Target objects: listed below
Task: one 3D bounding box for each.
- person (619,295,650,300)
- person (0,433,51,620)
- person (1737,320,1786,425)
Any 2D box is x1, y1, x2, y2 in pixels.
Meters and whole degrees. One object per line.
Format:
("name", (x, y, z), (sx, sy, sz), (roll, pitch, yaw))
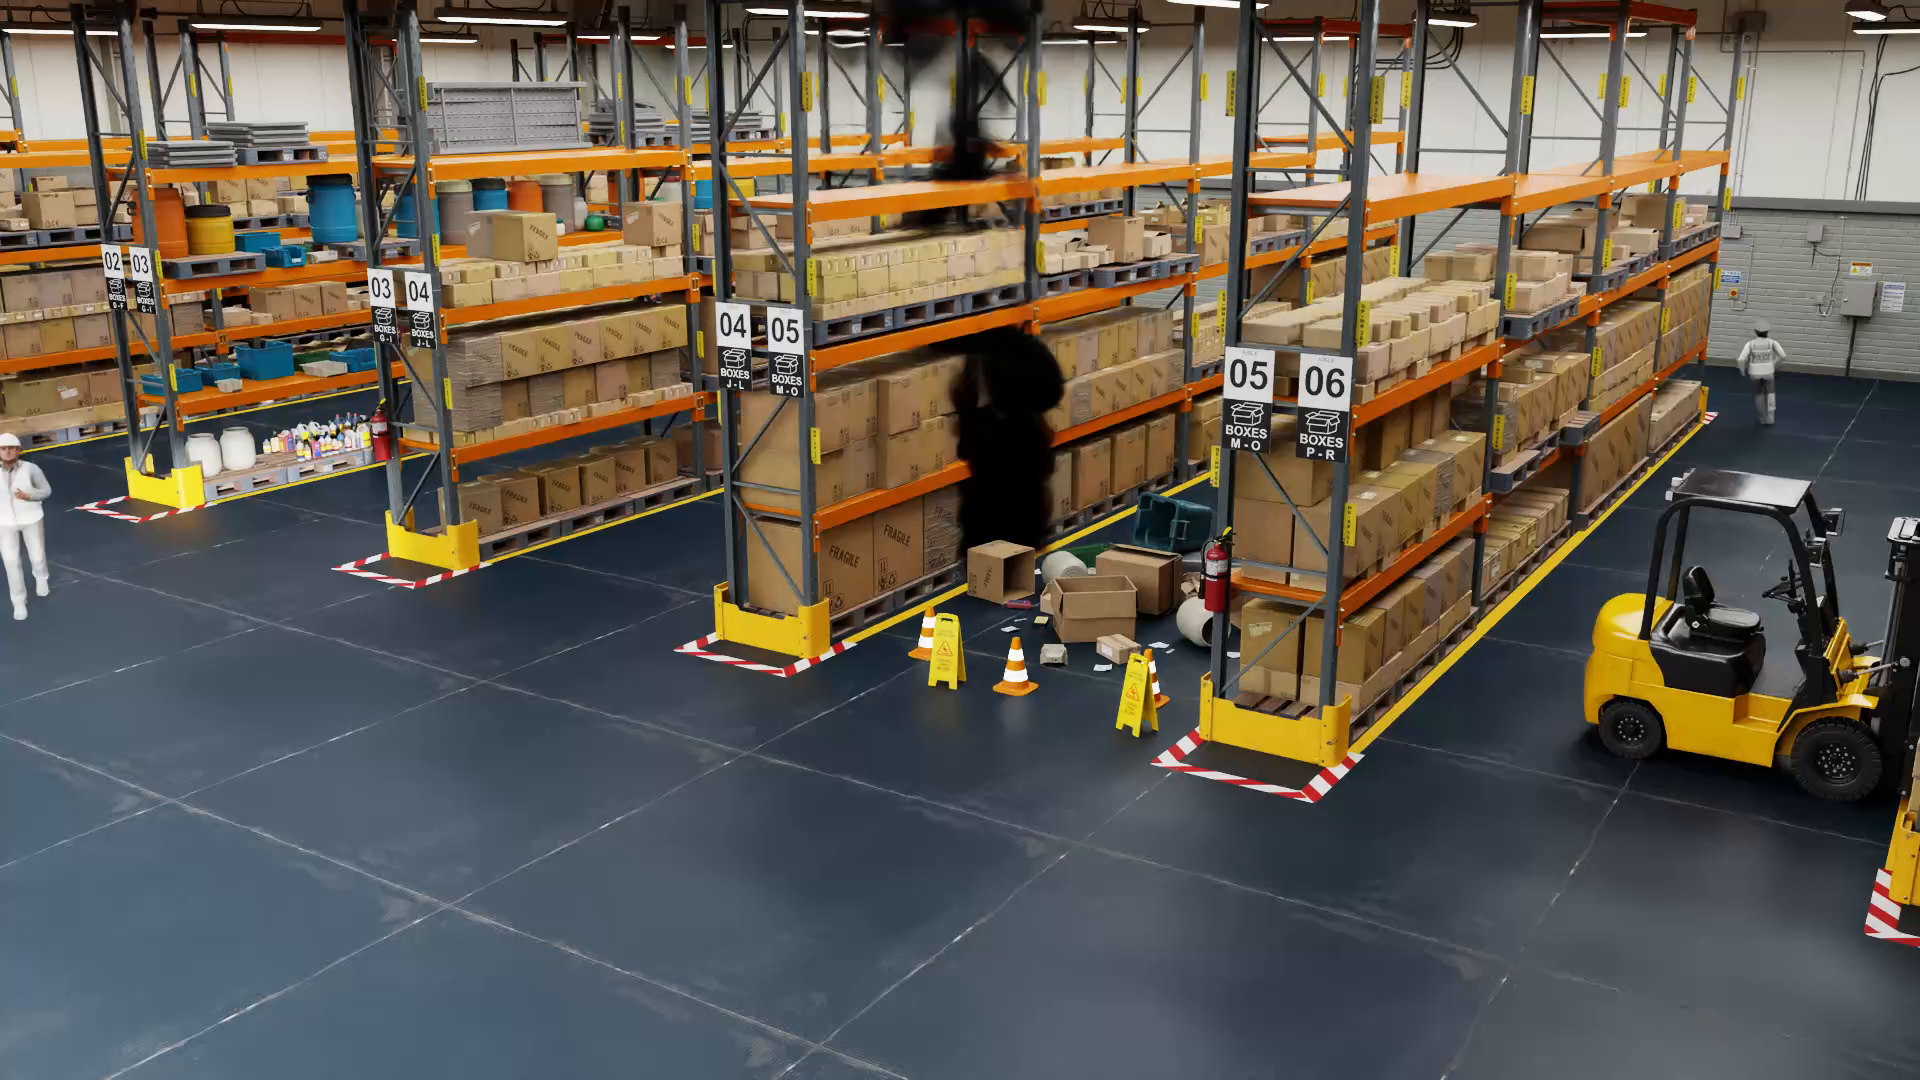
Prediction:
("person", (-6.157, -4.260, 31.354), (0.701, 1.726, 0.616), (6, 17, 21))
("person", (-9.331, -0.185, 16.486), (0.651, 1.768, 0.956), (-7, 17, -24))
("person", (12.197, -2.554, 25.363), (0.668, 1.614, 0.570), (7, 17, 23))
